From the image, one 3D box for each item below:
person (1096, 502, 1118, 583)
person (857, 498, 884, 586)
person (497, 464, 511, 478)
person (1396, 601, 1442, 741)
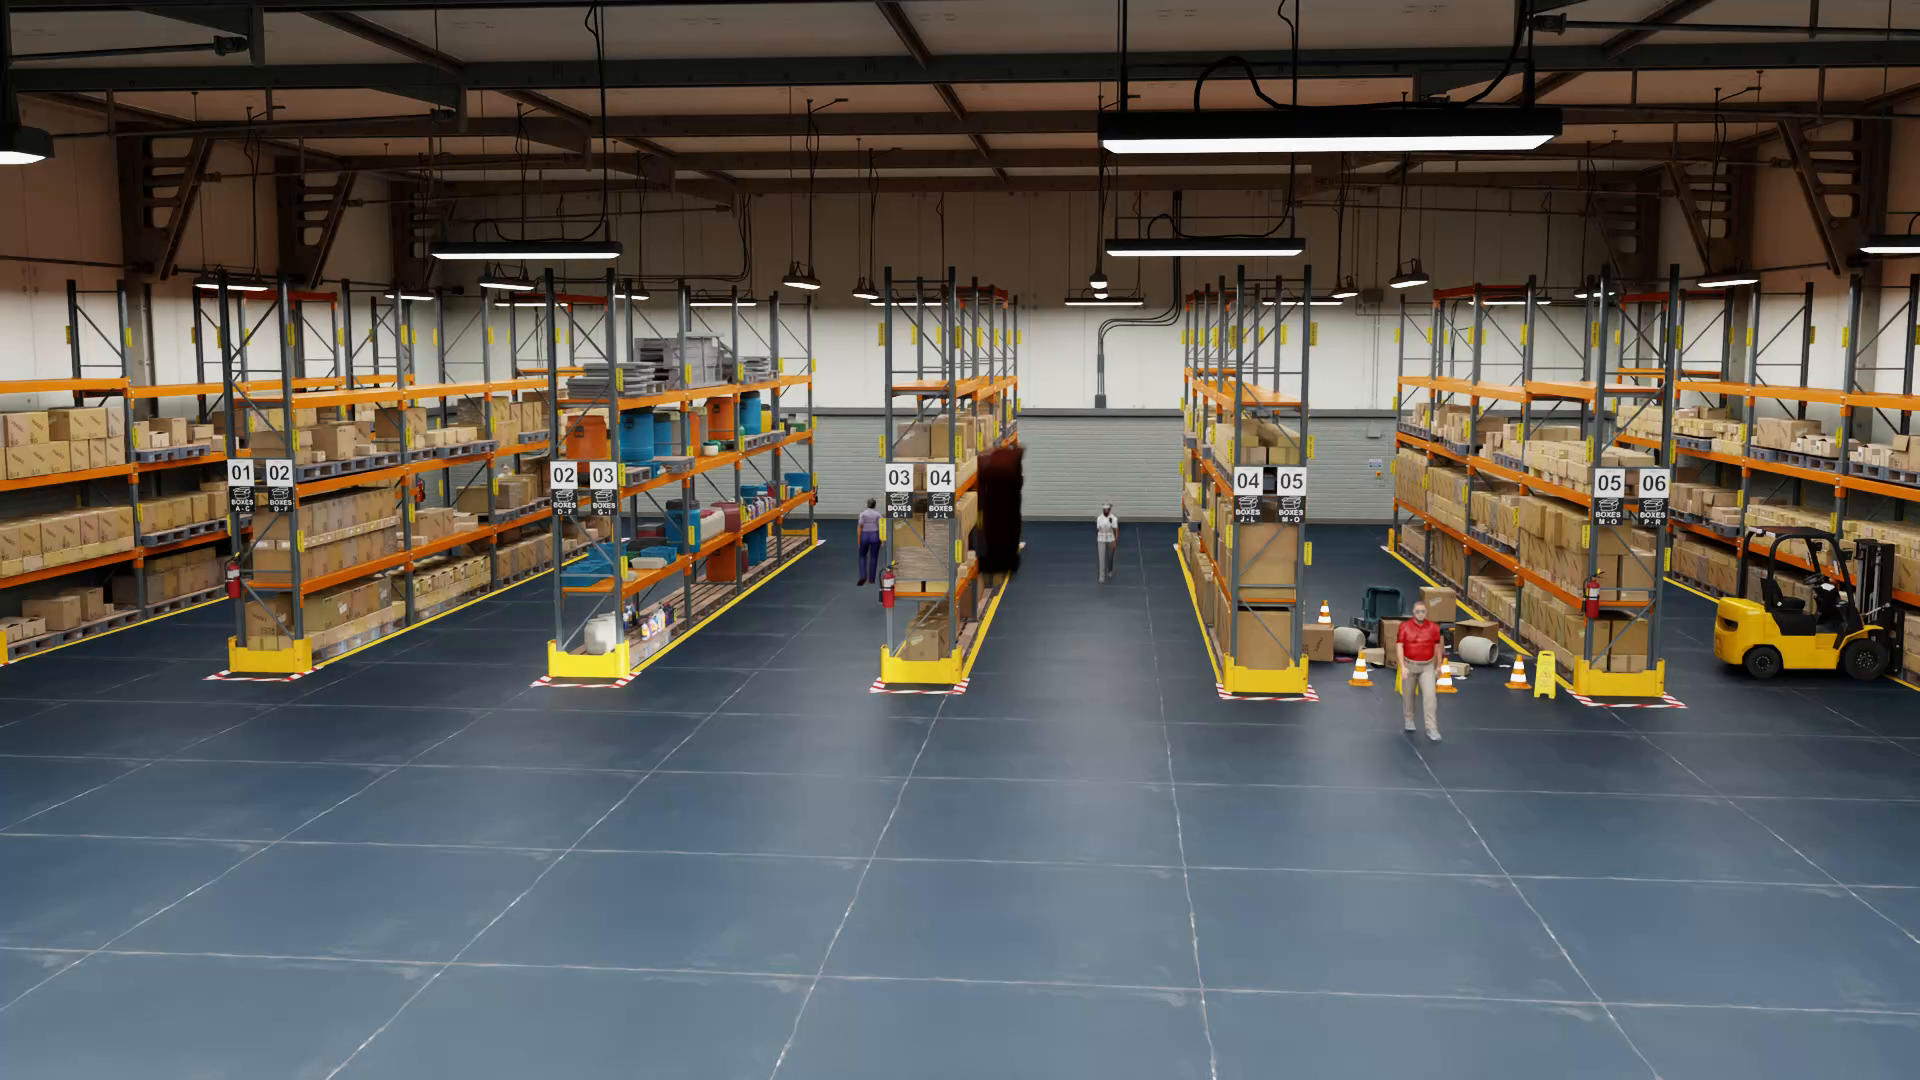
[{"bbox_3d":[3.022,0.023,34.155,0.451,1.622,1.028,1,7,6],"label":"person"},{"bbox_3d":[-1.715,0.043,31.872,0.522,1.708,0.389,0,7,1],"label":"person"},{"bbox_3d":[-11.892,-1.161,43.612,0.617,1.702,1.058,0,7,3],"label":"person"},{"bbox_3d":[5.767,1.614,20.860,0.578,1.682,0.952,1,7,12],"label":"person"}]
